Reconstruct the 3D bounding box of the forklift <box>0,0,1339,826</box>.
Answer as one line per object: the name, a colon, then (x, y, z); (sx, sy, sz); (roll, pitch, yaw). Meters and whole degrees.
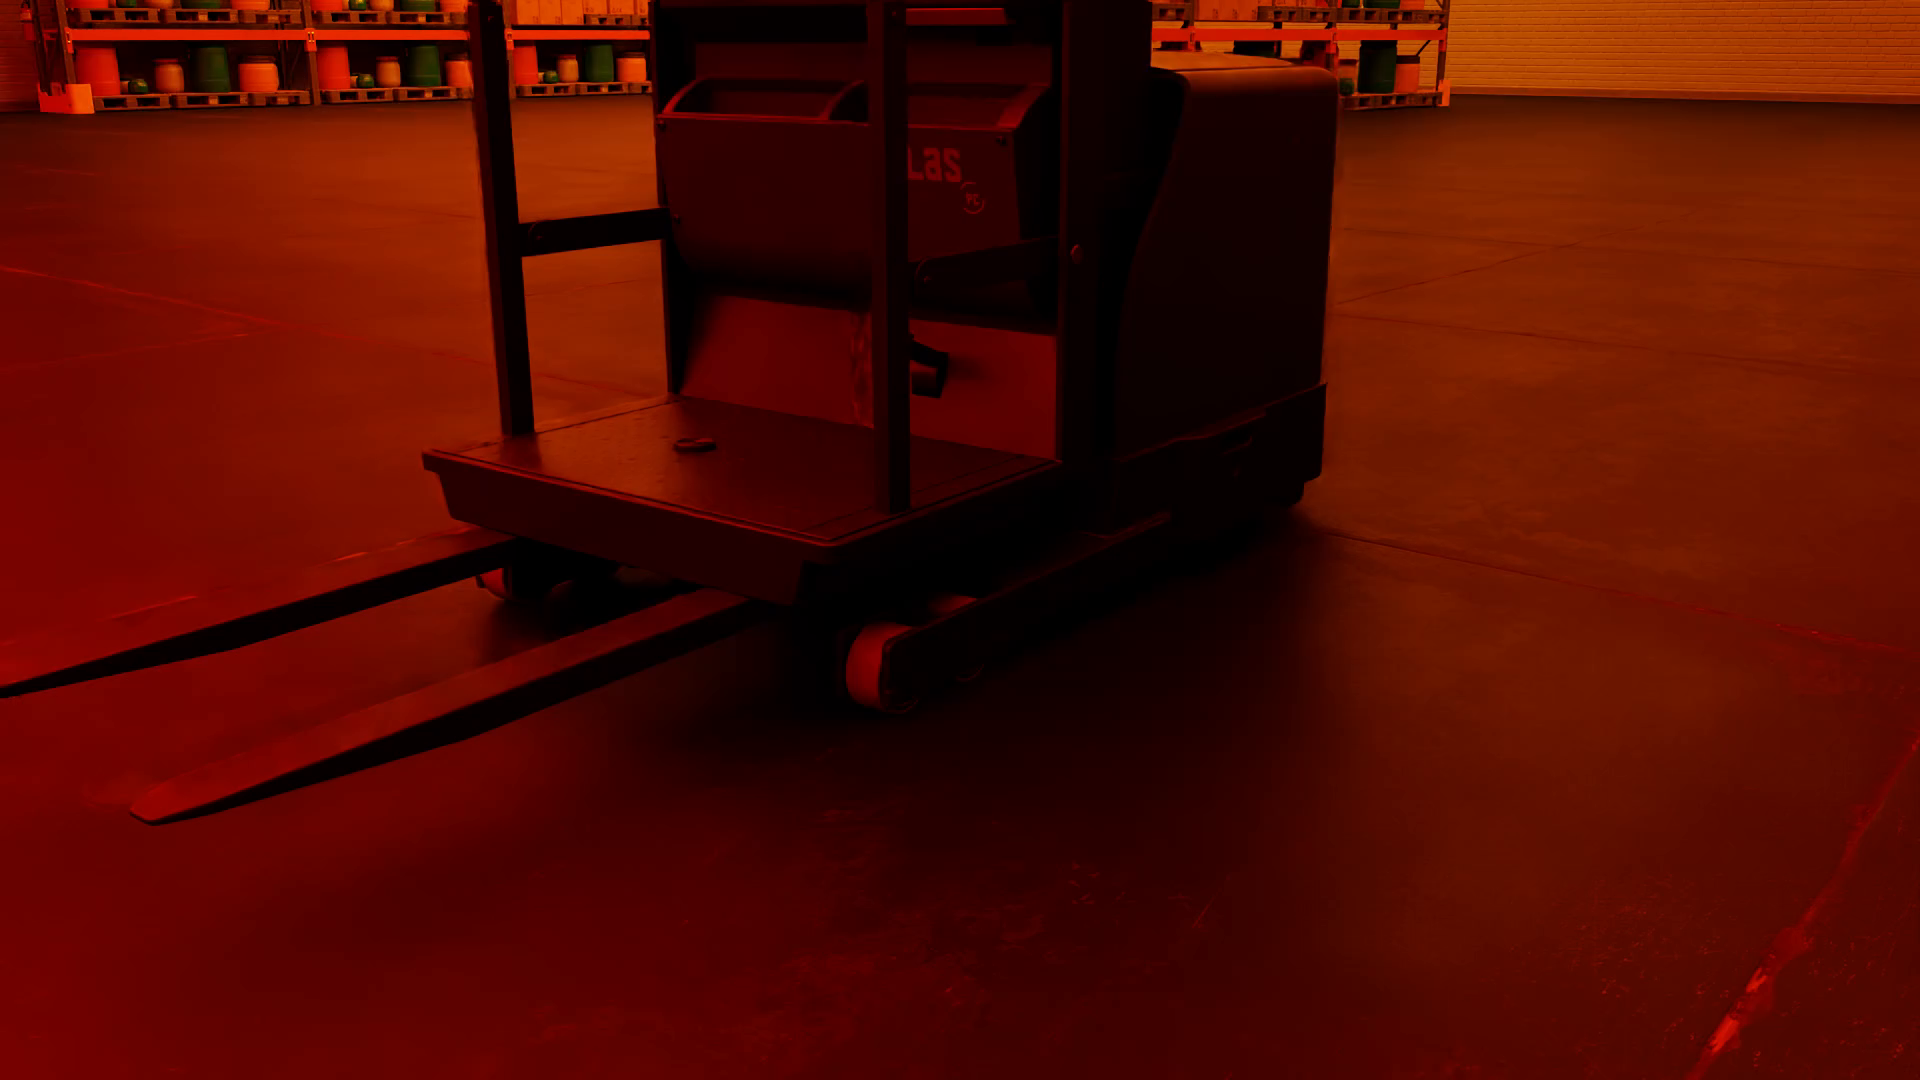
forklift: (-0.356, -1.254, 3.028); (1.130, 2.935, 3.031); (12, 21, 35)
